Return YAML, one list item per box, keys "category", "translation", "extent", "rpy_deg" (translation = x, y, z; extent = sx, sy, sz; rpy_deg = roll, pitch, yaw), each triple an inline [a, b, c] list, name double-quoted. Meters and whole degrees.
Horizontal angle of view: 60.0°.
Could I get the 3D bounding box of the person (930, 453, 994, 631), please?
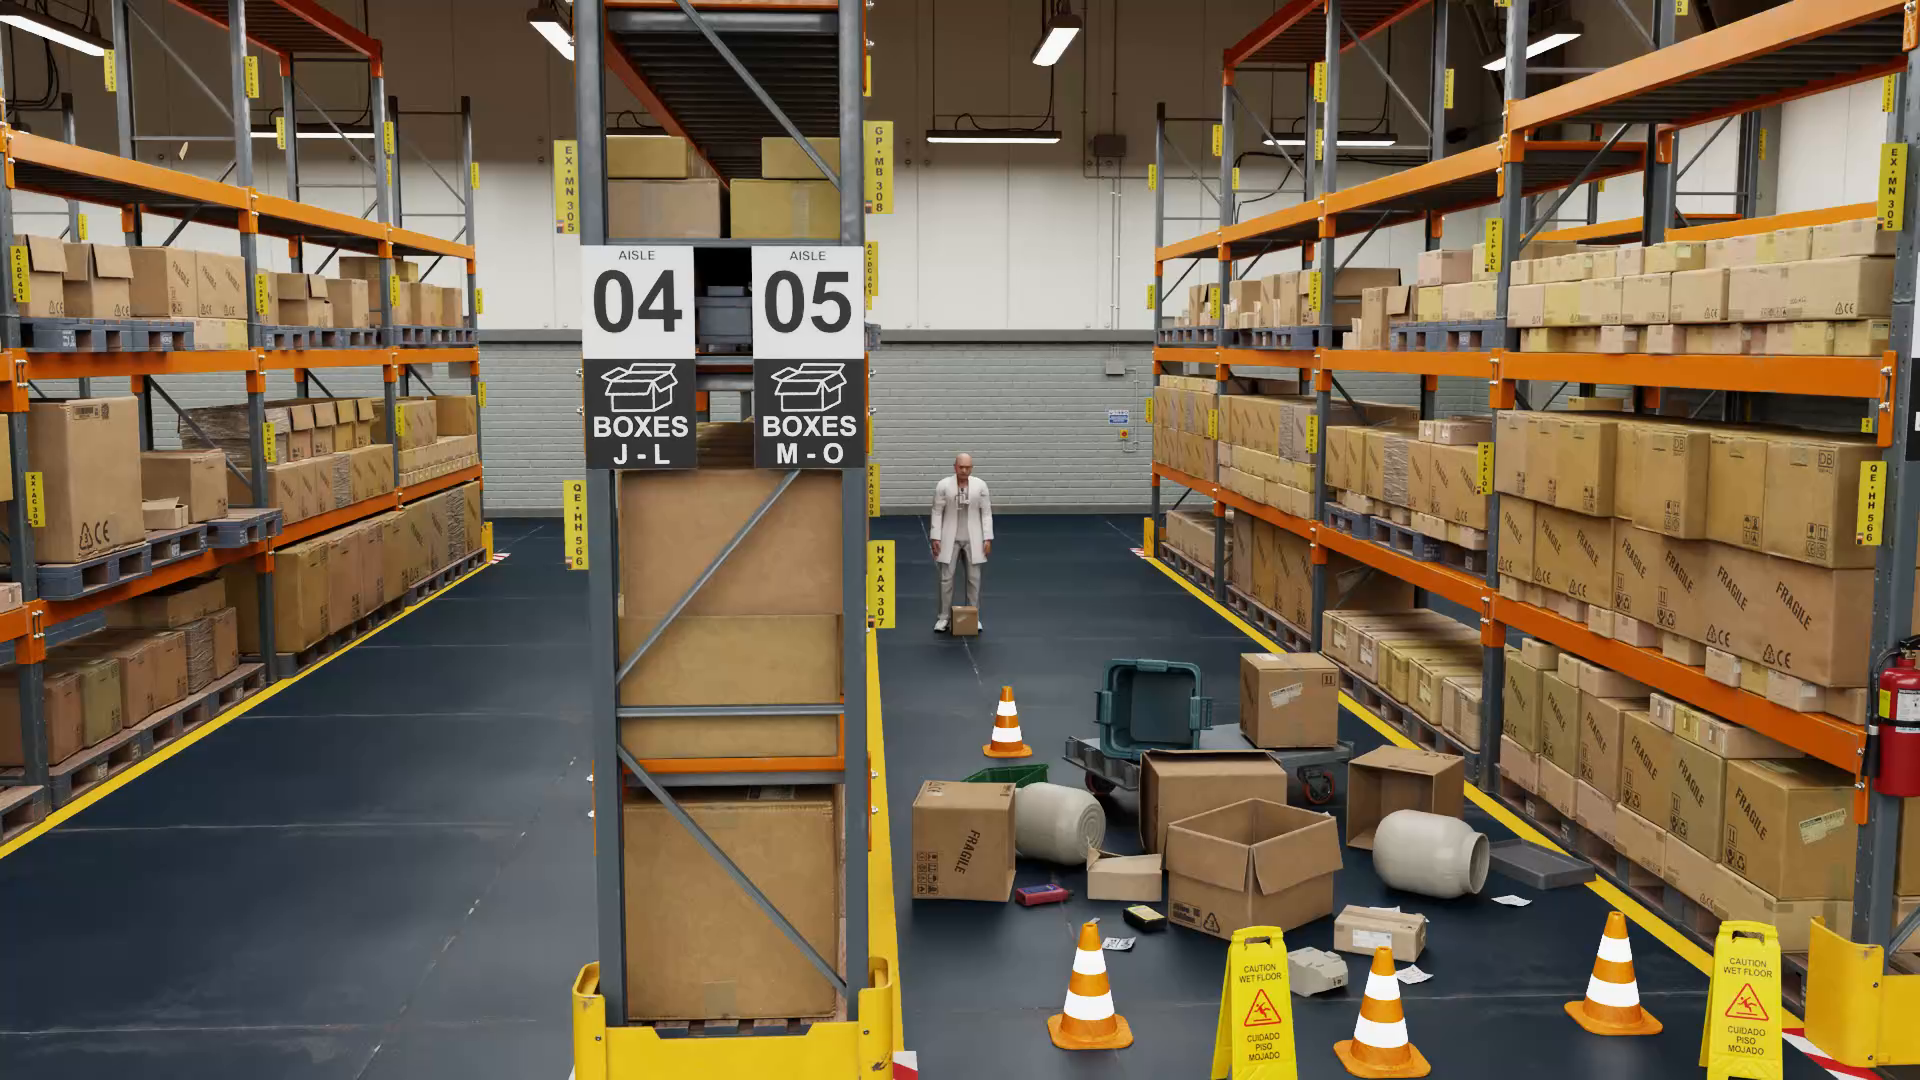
- category: "person"
  translation: [0.015, 0.015, 16.673]
  extent: [0.644, 1.774, 0.424]
  rpy_deg: [0, 7, -3]
